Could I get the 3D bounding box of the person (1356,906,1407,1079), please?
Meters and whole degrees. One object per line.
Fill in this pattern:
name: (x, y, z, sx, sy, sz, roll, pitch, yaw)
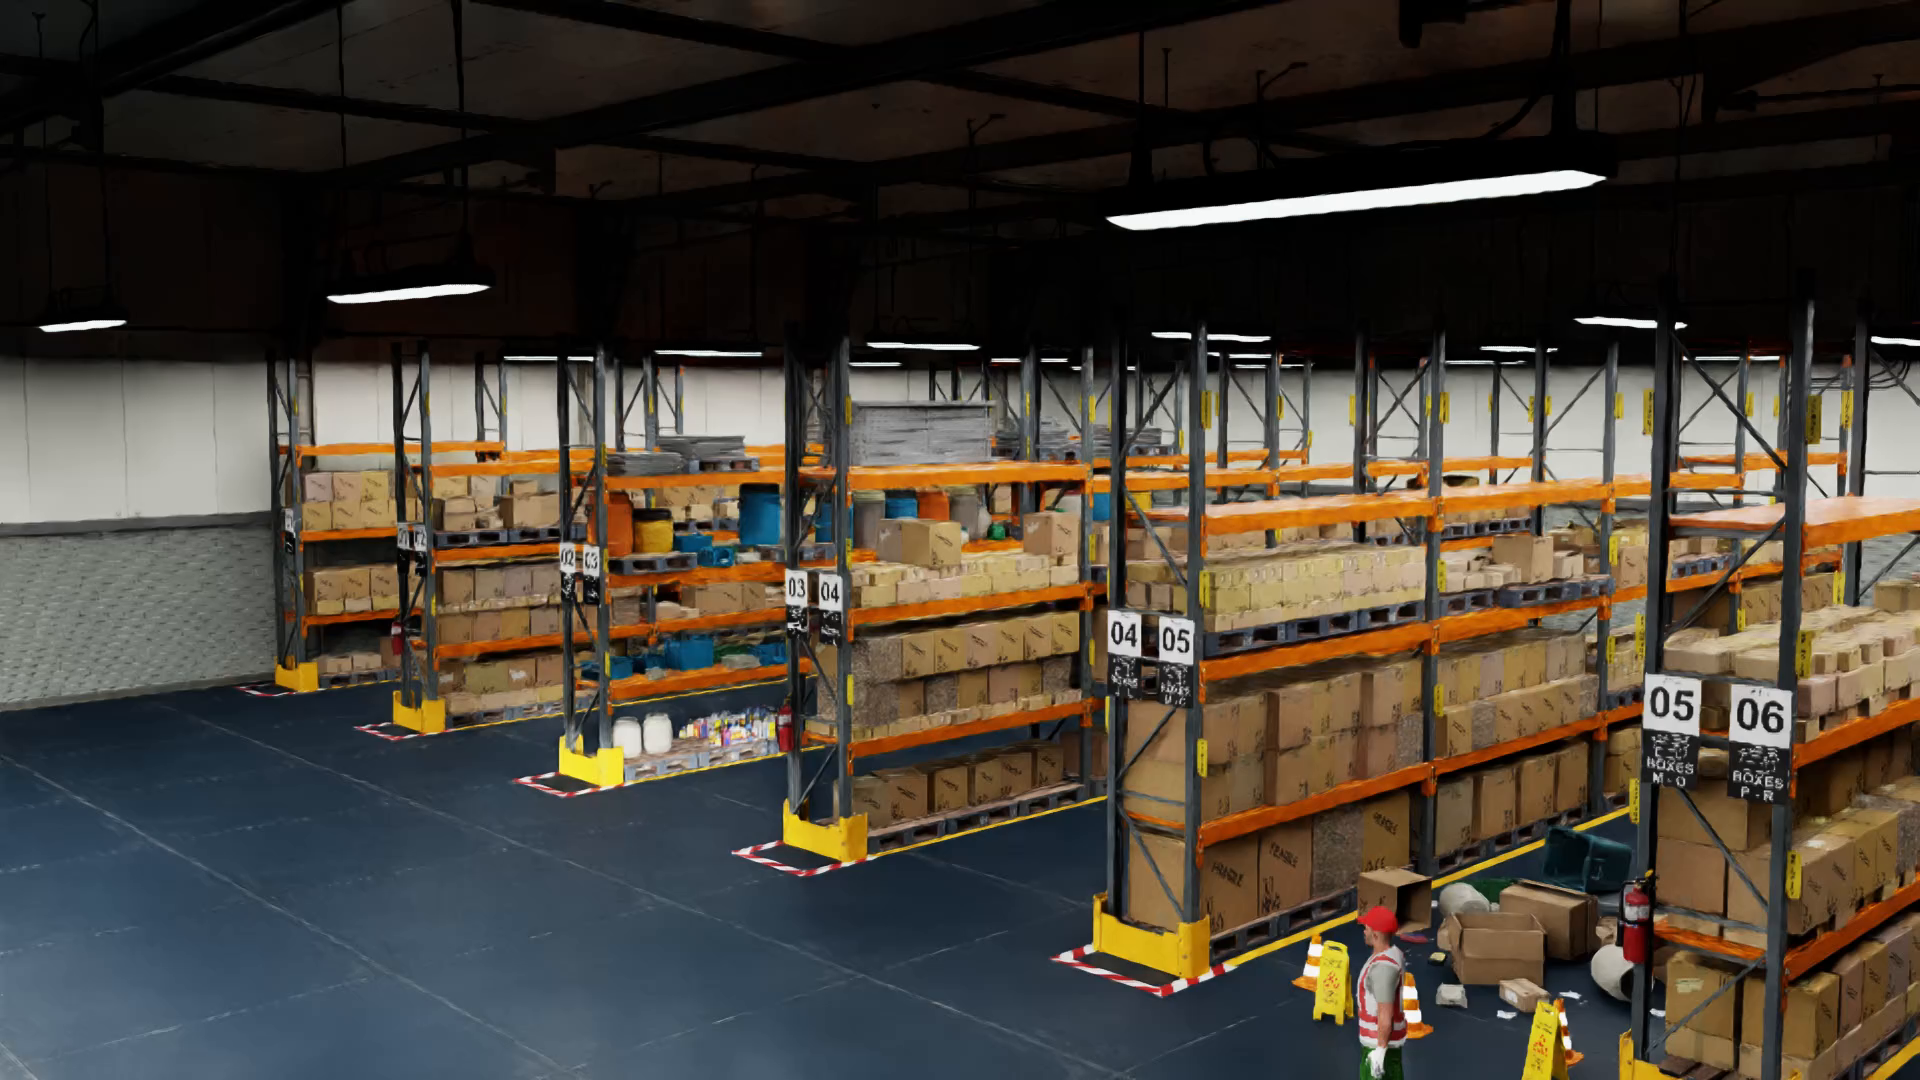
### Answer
person: (2.870, 3.330, 11.068, 0.537, 1.781, 0.642, 2, 5, 17)
